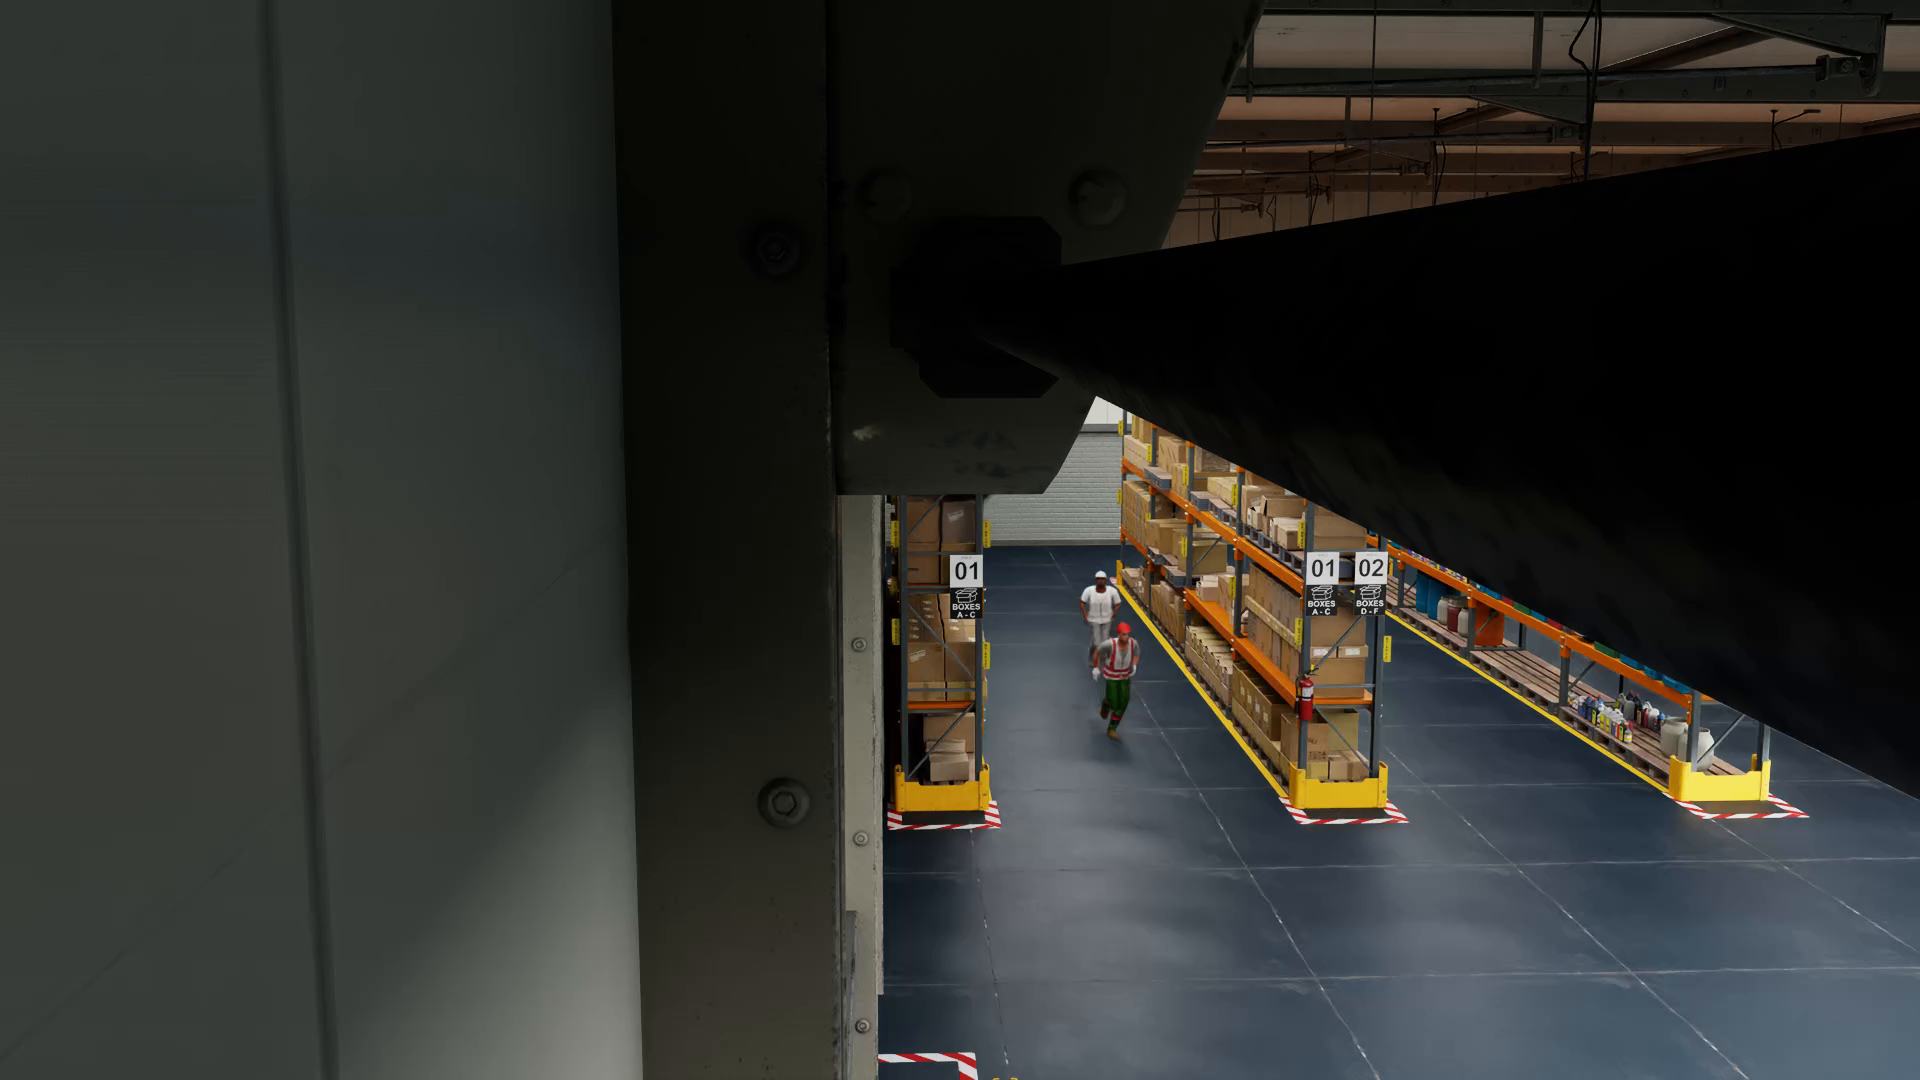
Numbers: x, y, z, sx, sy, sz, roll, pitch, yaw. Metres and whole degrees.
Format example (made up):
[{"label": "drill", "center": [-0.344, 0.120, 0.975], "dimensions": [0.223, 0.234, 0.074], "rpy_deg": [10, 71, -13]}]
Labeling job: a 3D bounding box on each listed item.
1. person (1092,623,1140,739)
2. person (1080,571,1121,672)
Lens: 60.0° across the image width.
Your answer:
[{"label": "person", "center": [2.246, 1.993, 23.897], "dimensions": [0.654, 1.711, 0.769], "rpy_deg": [-3, 9, -21]}, {"label": "person", "center": [2.368, 1.375, 27.882], "dimensions": [0.681, 1.729, 0.597], "rpy_deg": [0, 8, -1]}]
